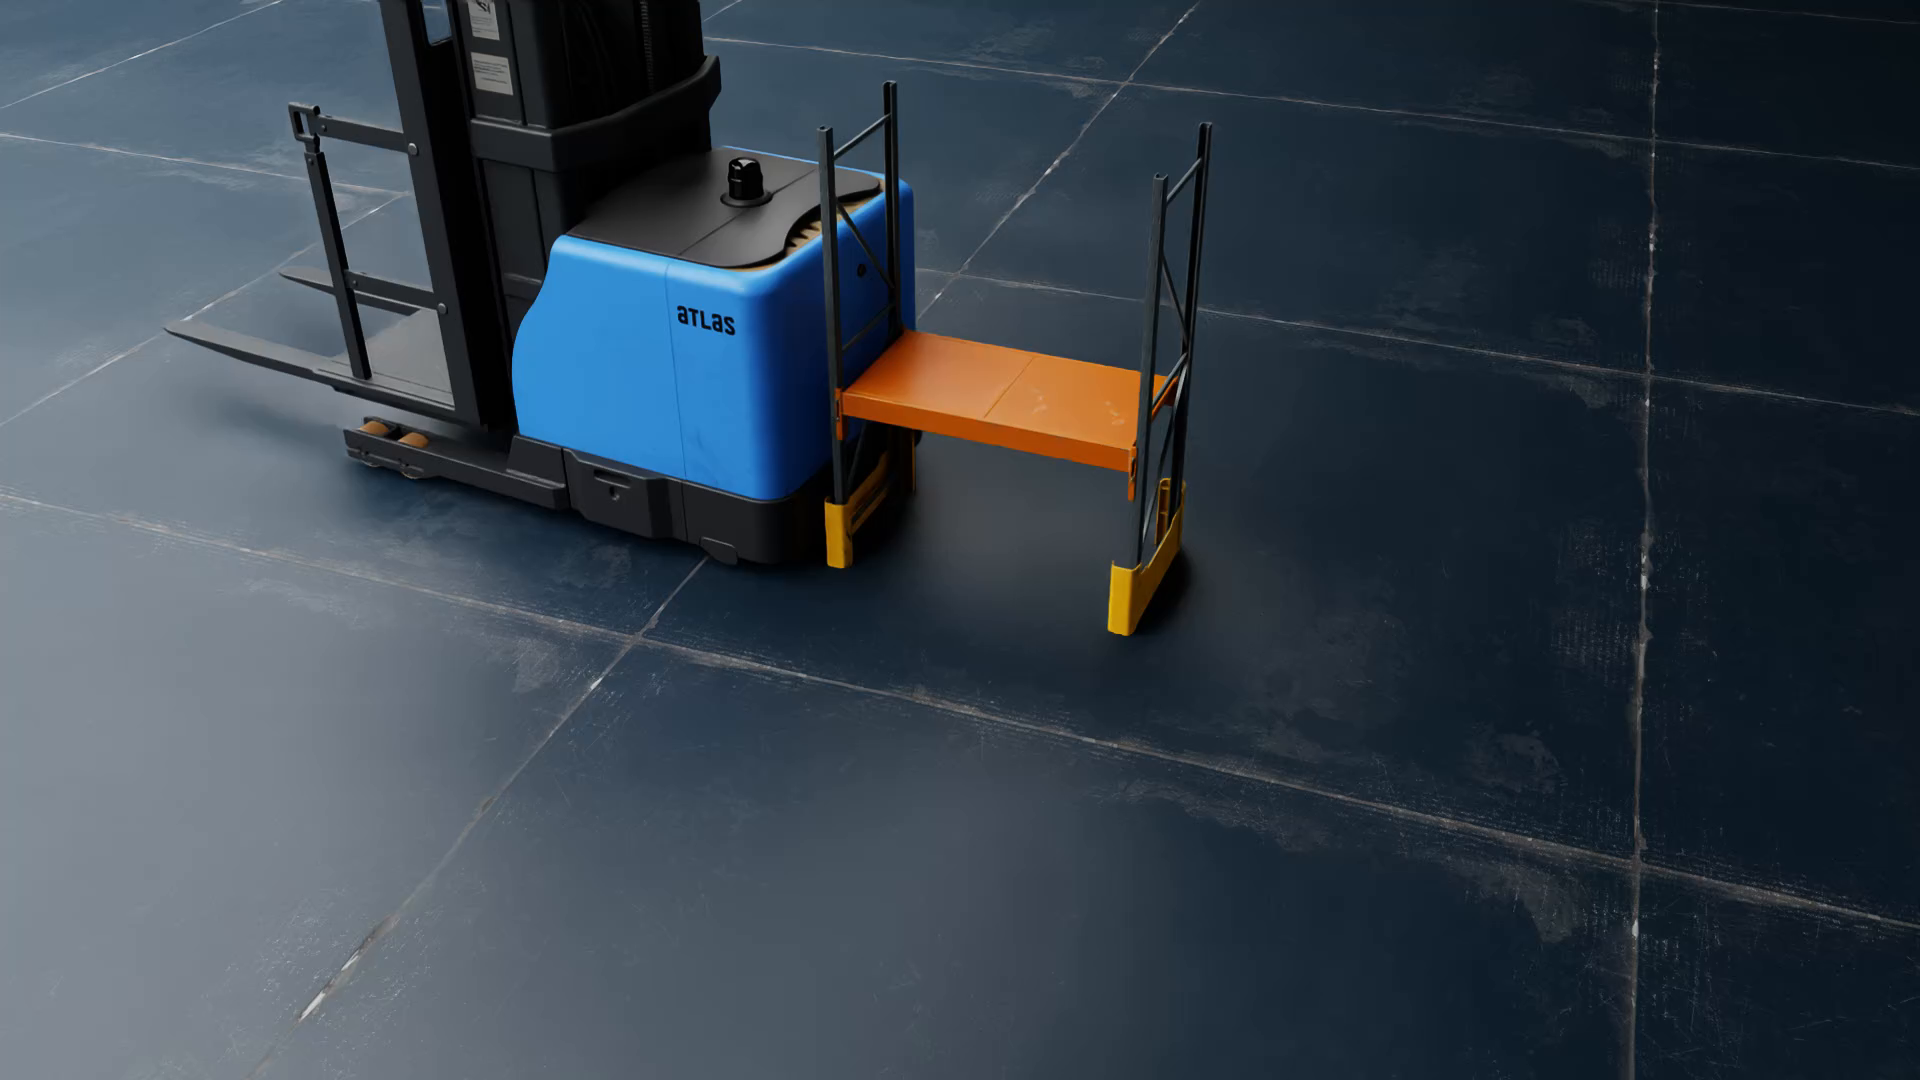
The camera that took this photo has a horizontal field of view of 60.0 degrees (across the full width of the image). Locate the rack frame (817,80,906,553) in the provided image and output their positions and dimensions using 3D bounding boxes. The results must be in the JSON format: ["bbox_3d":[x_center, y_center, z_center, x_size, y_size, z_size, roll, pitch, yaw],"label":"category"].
[{"bbox_3d":[-0.307,-0.684,5.426,0.032,1.500,0.500,13,35,19],"label":"rack frame"}]

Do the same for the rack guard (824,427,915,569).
[{"bbox_3d":[-0.306,-0.158,5.765,0.087,0.250,0.587,13,35,19],"label":"rack guard"}]

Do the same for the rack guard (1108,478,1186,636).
[{"bbox_3d":[0.615,0.048,5.445,0.087,0.250,0.587,13,35,19],"label":"rack guard"}]

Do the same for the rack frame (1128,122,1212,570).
[{"bbox_3d":[0.632,-0.473,5.100,0.032,1.500,0.500,13,35,19],"label":"rack frame"}]

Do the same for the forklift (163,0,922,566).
[{"bbox_3d":[-1.696,-1.693,5.670,3.031,2.935,1.130,15,36,22],"label":"forklift"}]

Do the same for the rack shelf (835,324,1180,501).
[{"bbox_3d":[0.163,-0.427,5.361,1.000,0.185,0.538,13,35,19],"label":"rack shelf"}]

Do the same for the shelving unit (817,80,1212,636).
[{"bbox_3d":[0.154,-0.580,5.266,1.083,1.500,0.587,13,35,19],"label":"shelving unit"}]
